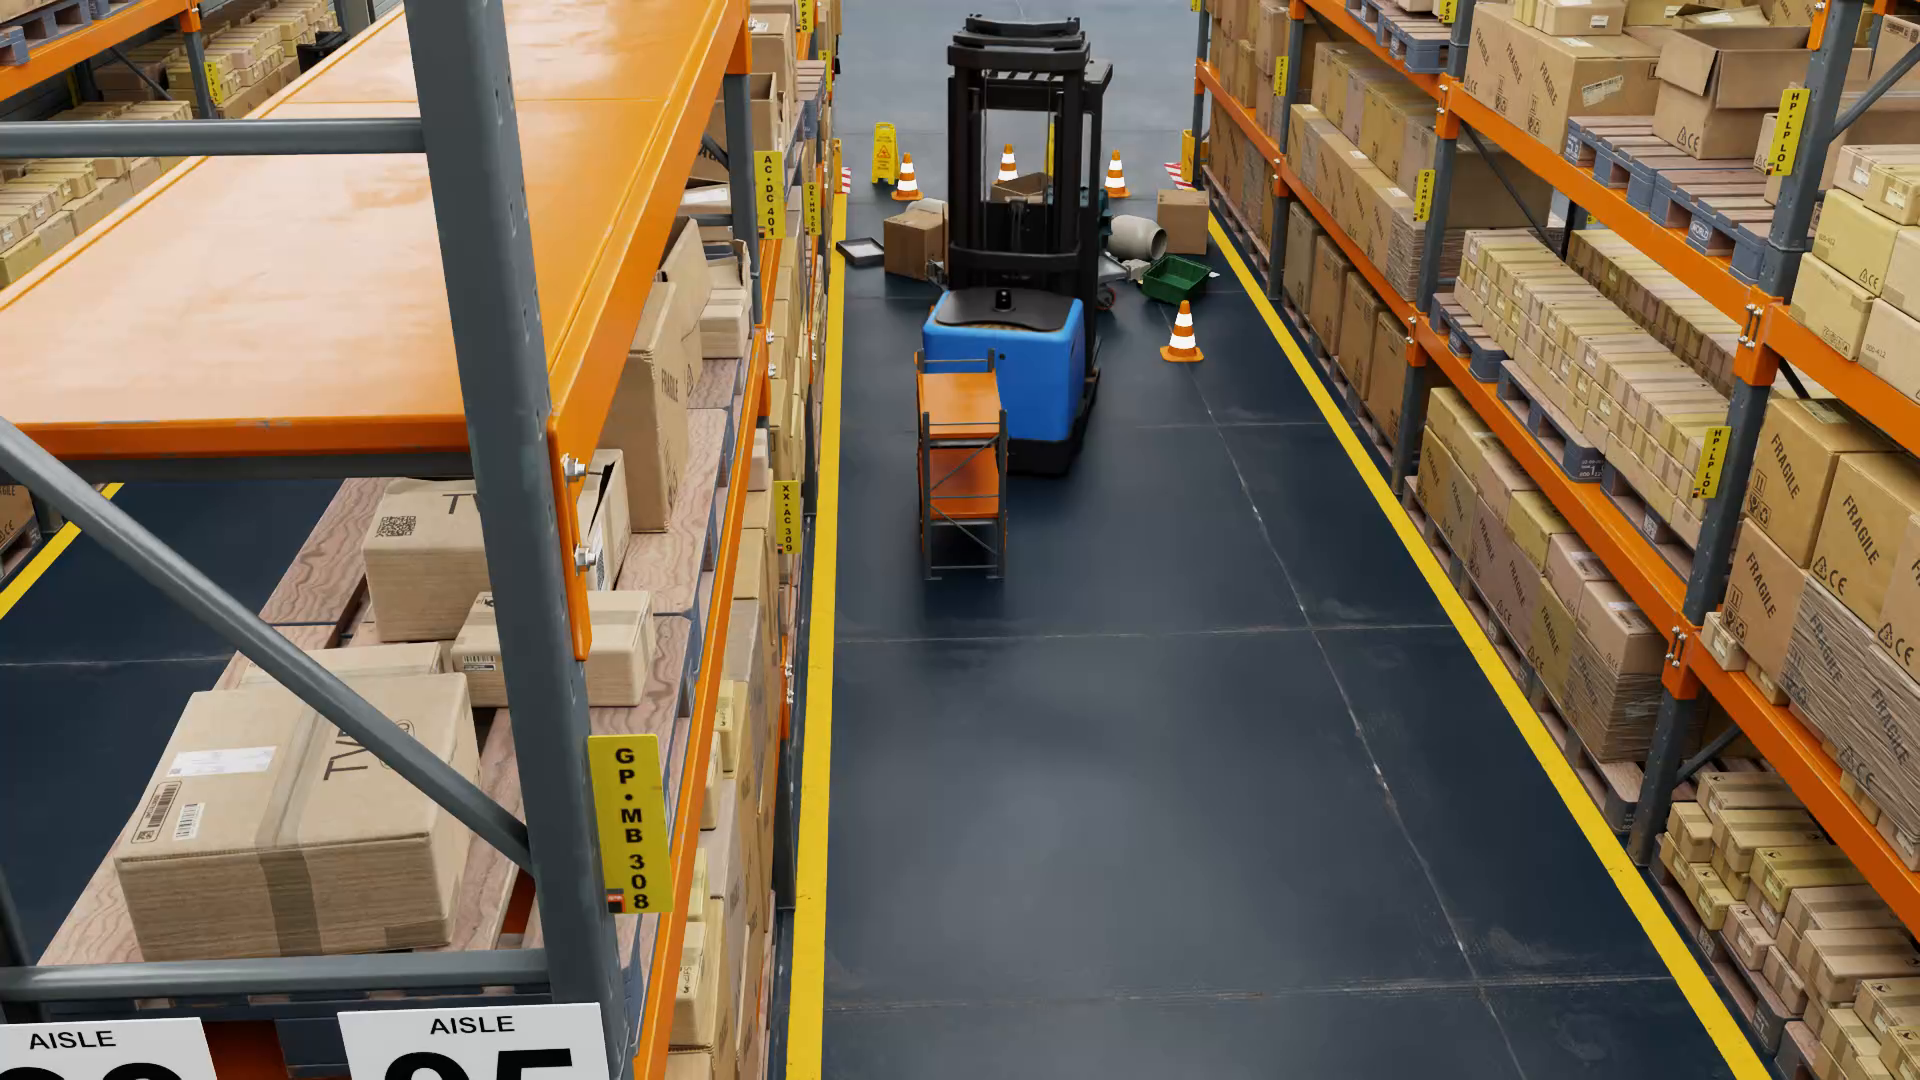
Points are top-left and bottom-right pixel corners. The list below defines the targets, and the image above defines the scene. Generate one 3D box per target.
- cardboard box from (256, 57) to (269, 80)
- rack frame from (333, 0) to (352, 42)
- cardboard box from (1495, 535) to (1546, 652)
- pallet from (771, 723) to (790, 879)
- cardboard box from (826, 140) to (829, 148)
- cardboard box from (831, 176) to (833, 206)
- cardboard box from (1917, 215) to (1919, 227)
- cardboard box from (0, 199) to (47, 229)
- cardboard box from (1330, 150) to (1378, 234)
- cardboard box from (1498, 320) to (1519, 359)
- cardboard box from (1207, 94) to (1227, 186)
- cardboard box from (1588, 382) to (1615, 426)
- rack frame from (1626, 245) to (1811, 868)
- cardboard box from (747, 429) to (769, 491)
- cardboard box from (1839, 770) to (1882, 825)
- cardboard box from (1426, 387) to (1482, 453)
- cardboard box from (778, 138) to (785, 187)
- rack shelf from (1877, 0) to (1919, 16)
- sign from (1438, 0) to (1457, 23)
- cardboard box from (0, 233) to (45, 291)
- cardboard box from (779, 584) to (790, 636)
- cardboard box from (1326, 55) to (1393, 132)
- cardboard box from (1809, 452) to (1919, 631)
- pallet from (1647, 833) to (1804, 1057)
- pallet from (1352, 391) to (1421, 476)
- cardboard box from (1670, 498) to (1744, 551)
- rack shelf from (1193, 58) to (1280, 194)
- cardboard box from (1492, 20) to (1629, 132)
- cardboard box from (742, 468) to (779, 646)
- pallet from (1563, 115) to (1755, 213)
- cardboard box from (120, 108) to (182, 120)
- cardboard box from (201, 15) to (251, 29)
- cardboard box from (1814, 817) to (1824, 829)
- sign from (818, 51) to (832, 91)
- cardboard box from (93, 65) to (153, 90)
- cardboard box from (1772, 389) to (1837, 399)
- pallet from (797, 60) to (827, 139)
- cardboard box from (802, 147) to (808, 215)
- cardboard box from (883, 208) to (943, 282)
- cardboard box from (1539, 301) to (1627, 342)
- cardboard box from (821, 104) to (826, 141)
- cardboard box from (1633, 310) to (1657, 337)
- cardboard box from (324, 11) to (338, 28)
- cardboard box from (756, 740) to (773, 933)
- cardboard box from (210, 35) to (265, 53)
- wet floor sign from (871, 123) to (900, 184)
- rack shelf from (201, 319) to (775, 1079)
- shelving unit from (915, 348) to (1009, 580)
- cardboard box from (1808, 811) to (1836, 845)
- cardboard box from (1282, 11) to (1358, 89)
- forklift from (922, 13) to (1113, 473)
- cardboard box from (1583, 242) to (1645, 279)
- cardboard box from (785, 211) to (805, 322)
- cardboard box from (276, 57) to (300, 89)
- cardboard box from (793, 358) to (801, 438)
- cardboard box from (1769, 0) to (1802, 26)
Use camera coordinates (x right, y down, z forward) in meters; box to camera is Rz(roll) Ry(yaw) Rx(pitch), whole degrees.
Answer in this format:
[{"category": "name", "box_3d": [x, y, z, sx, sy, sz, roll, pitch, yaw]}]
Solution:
[{"category": "cardboard box", "box_3d": [-6.387, -4.192, 14.796, 0.380, 0.149, 0.250, -2, 28, -3]}, {"category": "rack frame", "box_3d": [-6.835, -5.077, 17.304, 1.000, 3.000, 0.127, -1, 28, -3]}, {"category": "cardboard box", "box_3d": [3.348, 0.289, 9.263, 0.500, 0.500, 0.500, -2, 28, -4]}, {"category": "pallet", "box_3d": [-1.367, 1.225, 8.236, 1.003, 0.211, 1.213, -1, 28, -3]}, {"category": "cardboard box", "box_3d": [-1.422, -3.639, 15.552, 0.380, 0.149, 0.250, 0, 28, 0]}, {"category": "cardboard box", "box_3d": [-1.548, -3.560, 16.913, 0.500, 0.250, 0.500, -1, 28, -2]}, {"category": "cardboard box", "box_3d": [3.511, -1.104, 5.632, 0.380, 0.149, 0.250, -2, 28, -3]}, {"category": "cardboard box", "box_3d": [-6.194, -2.110, 10.805, 0.380, 0.149, 0.250, -1, 28, -1]}, {"category": "cardboard box", "box_3d": [3.105, -2.614, 12.473, 0.500, 0.500, 0.500, -1, 28, -2]}, {"category": "cardboard box", "box_3d": [3.344, -1.161, 9.612, 0.380, 0.149, 0.250, 0, 28, 0]}, {"category": "cardboard box", "box_3d": [3.161, -4.298, 17.652, 0.875, 0.875, 0.875, -1, 28, -2]}, {"category": "cardboard box", "box_3d": [3.413, -0.692, 8.391, 0.380, 0.149, 0.250, -3, 28, -5]}, {"category": "rack frame", "box_3d": [3.687, 0.177, 7.230, 1.000, 3.000, 0.127, -1, 28, -3]}, {"category": "cardboard box", "box_3d": [-0.917, -0.298, 6.249, 0.380, 0.149, 0.250, -2, 28, -4]}, {"category": "cardboard box", "box_3d": [3.485, 0.910, 6.096, 0.380, 0.149, 0.250, -1, 28, -2]}, {"category": "cardboard box", "box_3d": [3.272, -0.757, 10.457, 0.500, 0.250, 0.500, -3, 28, -5]}, {"category": "cardboard box", "box_3d": [-0.968, -1.663, 7.311, 0.380, 0.166, 0.250, -3, 28, -6]}, {"category": "rack shelf", "box_3d": [8.332, -3.678, 12.155, 1.077, 0.370, 4.000, -1, 28, -3]}, {"category": "sign", "box_3d": [2.923, -3.255, 9.922, 0.100, 0.325, 0.005, -1, 28, -3]}, {"category": "cardboard box", "box_3d": [-6.171, -1.749, 10.544, 0.500, 0.250, 0.500, -1, 28, -3]}, {"category": "cardboard box", "box_3d": [-1.011, 0.200, 7.348, 0.500, 0.250, 0.500, -2, 28, -4]}, {"category": "cardboard box", "box_3d": [3.330, -3.539, 13.164, 0.700, 0.500, 0.500, -2, 28, -3]}, {"category": "cardboard box", "box_3d": [3.509, 0.010, 6.038, 0.500, 0.500, 0.500, -2, 28, -4]}, {"category": "pallet", "box_3d": [3.757, 1.722, 7.282, 1.003, 0.211, 1.213, -1, 28, -3]}, {"category": "pallet", "box_3d": [3.512, -0.800, 12.118, 1.003, 0.211, 1.213, -1, 28, -3]}, {"category": "cardboard box", "box_3d": [3.468, -0.077, 7.533, 0.380, 0.149, 0.250, -2, 28, -4]}, {"category": "rack shelf", "box_3d": [3.165, -4.123, 16.251, 1.077, 0.370, 4.000, -1, 28, -3]}, {"category": "cardboard box", "box_3d": [3.275, -2.544, 9.095, 0.500, 0.500, 0.500, -1, 28, -3]}, {"category": "cardboard box", "box_3d": [-0.951, 0.066, 6.252, 0.500, 0.500, 0.500, -2, 28, -3]}, {"category": "pallet", "box_3d": [3.704, -1.837, 8.049, 1.213, 0.211, 1.003, -1, 28, -3]}, {"category": "cardboard box", "box_3d": [-6.355, -3.291, 13.069, 0.380, 0.149, 0.250, -2, 28, -3]}, {"category": "cardboard box", "box_3d": [-6.986, -4.902, 15.836, 0.380, 0.149, 0.250, -1, 28, -1]}, {"category": "cardboard box", "box_3d": [3.965, 1.149, 7.352, 0.380, 0.149, 0.250, -1, 28, -1]}, {"category": "sign", "box_3d": [-1.115, -3.880, 13.756, 0.100, 0.325, 0.005, -1, 28, -3]}, {"category": "cardboard box", "box_3d": [-6.944, -3.834, 13.789, 0.380, 0.149, 0.250, -1, 28, -3]}, {"category": "cardboard box", "box_3d": [4.094, -0.602, 7.897, 0.380, 0.149, 0.250, -1, 28, -2]}, {"category": "pallet", "box_3d": [-1.374, -2.455, 9.235, 1.213, 0.211, 1.003, 0, 28, 0]}, {"category": "cardboard box", "box_3d": [-1.287, -2.321, 11.134, 0.500, 0.500, 0.500, 0, 28, 0]}, {"category": "cardboard box", "box_3d": [-0.366, -2.772, 15.584, 0.500, 0.500, 0.500, 19, 33, 32]}, {"category": "cardboard box", "box_3d": [3.379, -1.184, 9.013, 0.380, 0.149, 0.250, -1, 28, -1]}, {"category": "cardboard box", "box_3d": [-1.414, -3.738, 14.305, 0.500, 0.500, 0.500, -1, 28, -3]}, {"category": "cardboard box", "box_3d": [4.014, -1.185, 9.336, 0.380, 0.149, 0.250, -2, 28, -3]}, {"category": "cardboard box", "box_3d": [-6.537, -5.256, 16.836, 0.380, 0.149, 0.250, -1, 28, -2]}, {"category": "cardboard box", "box_3d": [-0.899, 0.976, 5.590, 0.500, 0.500, 0.500, -2, 28, -3]}, {"category": "cardboard box", "box_3d": [-6.493, -4.441, 14.953, 0.380, 0.149, 0.250, -1, 28, -3]}, {"category": "wet floor sign", "box_3d": [-0.819, -4.269, 18.299, 0.267, 0.644, 0.232, 8, 29, 15]}, {"category": "rack shelf", "box_3d": [-1.147, 0.255, 4.613, 1.077, 0.370, 4.000, -1, 28, -3]}, {"category": "shelving unit", "box_3d": [0.000, -0.496, 10.546, 0.538, 1.125, 1.048, -1, 28, -3]}, {"category": "cardboard box", "box_3d": [4.021, 1.260, 7.459, 0.380, 0.149, 0.250, -1, 28, -2]}, {"category": "cardboard box", "box_3d": [3.284, -4.234, 14.357, 0.875, 0.550, 0.550, -1, 28, -3]}, {"category": "forklift", "box_3d": [0.501, -2.424, 12.290, 1.130, 2.935, 3.031, 5, 28, 9]}, {"category": "cardboard box", "box_3d": [3.972, -1.678, 9.960, 0.380, 0.149, 0.250, -2, 28, -3]}, {"category": "cardboard box", "box_3d": [-1.137, -1.523, 9.299, 0.500, 0.500, 0.500, -1, 28, -2]}, {"category": "cardboard box", "box_3d": [-6.465, -4.192, 15.499, 0.500, 0.500, 0.500, -1, 28, -2]}, {"category": "cardboard box", "box_3d": [-1.076, -0.730, 8.589, 0.500, 0.250, 0.500, -2, 28, -4]}, {"category": "cardboard box", "box_3d": [7.877, -4.874, 15.402, 0.500, 0.500, 0.500, -1, 28, -3]}]
